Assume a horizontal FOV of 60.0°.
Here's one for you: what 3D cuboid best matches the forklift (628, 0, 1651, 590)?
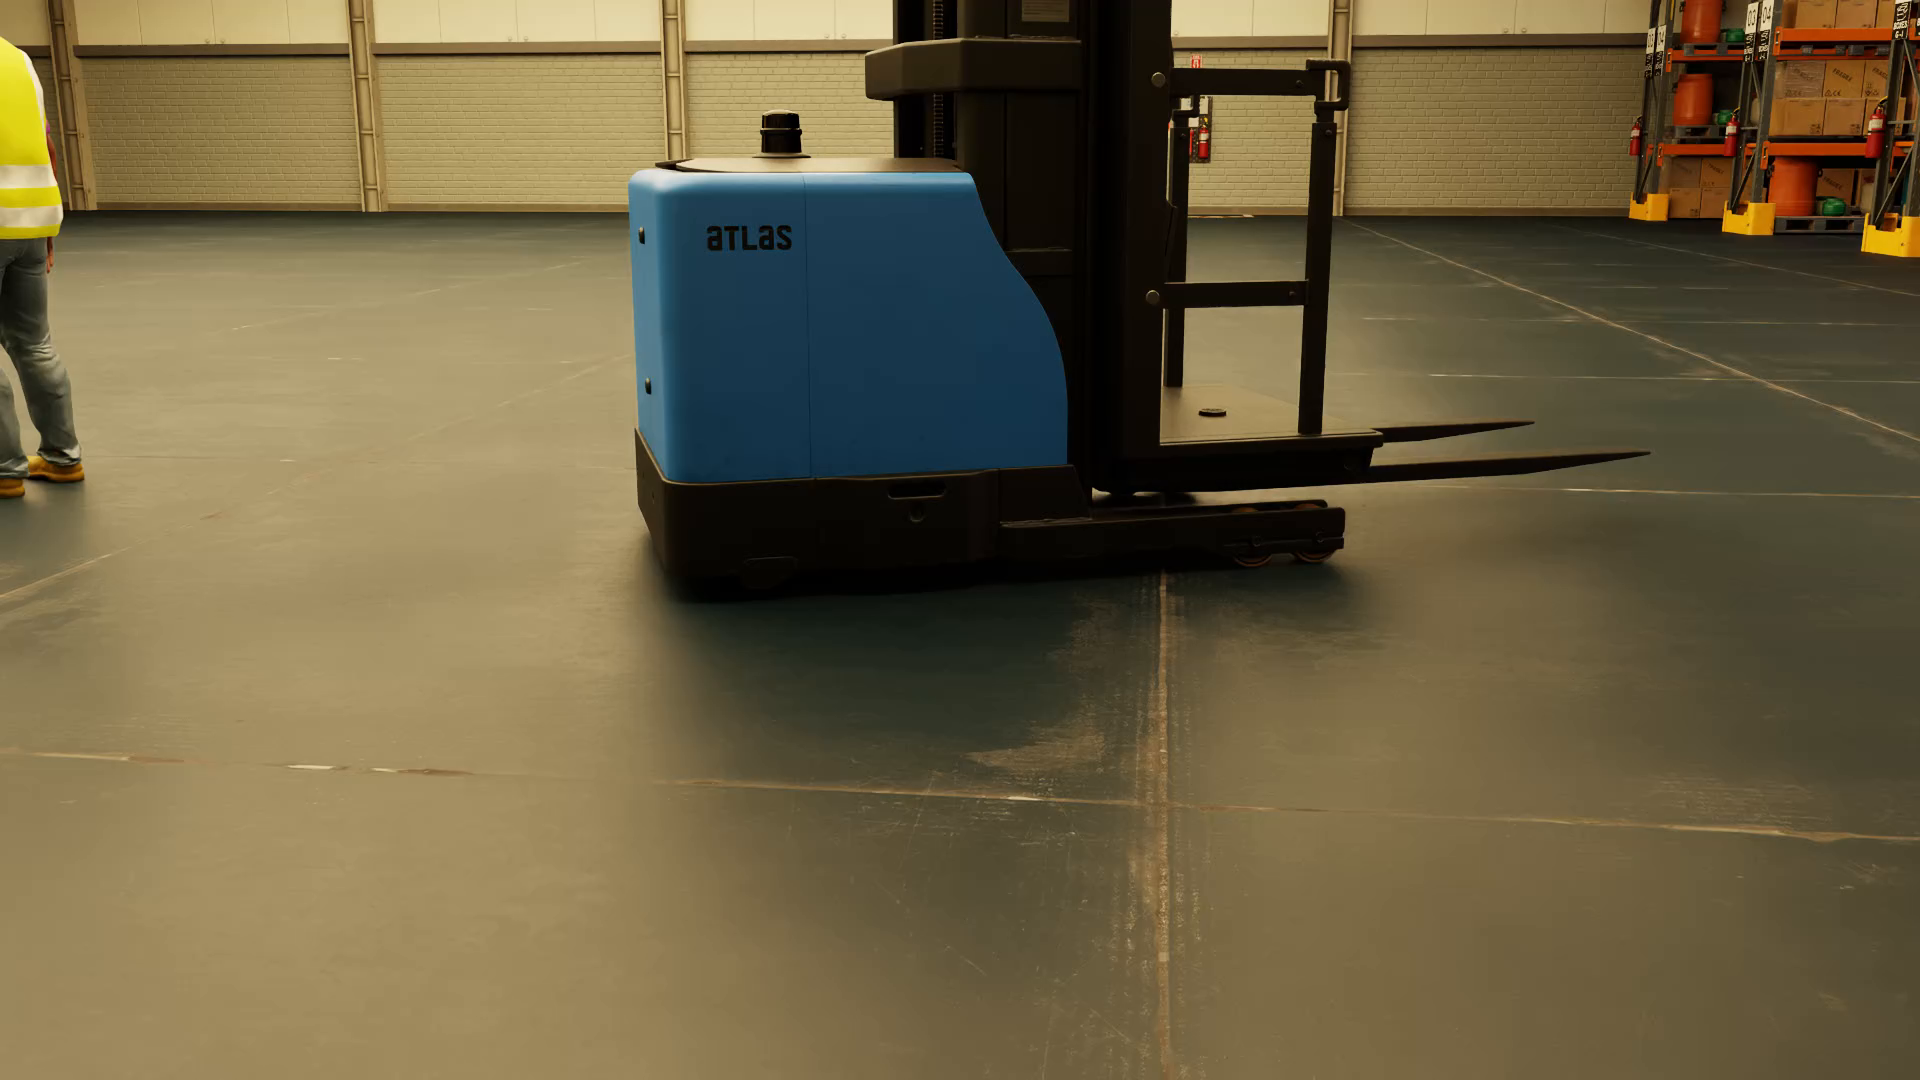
[{"bbox_3d":[0.587,-1.464,4.770,3.031,2.935,1.130,-4,14,-15],"label":"forklift"}]

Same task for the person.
[{"bbox_3d":[-3.240,-1.030,5.496,0.461,1.759,0.623,3,13,12],"label":"person"}]
